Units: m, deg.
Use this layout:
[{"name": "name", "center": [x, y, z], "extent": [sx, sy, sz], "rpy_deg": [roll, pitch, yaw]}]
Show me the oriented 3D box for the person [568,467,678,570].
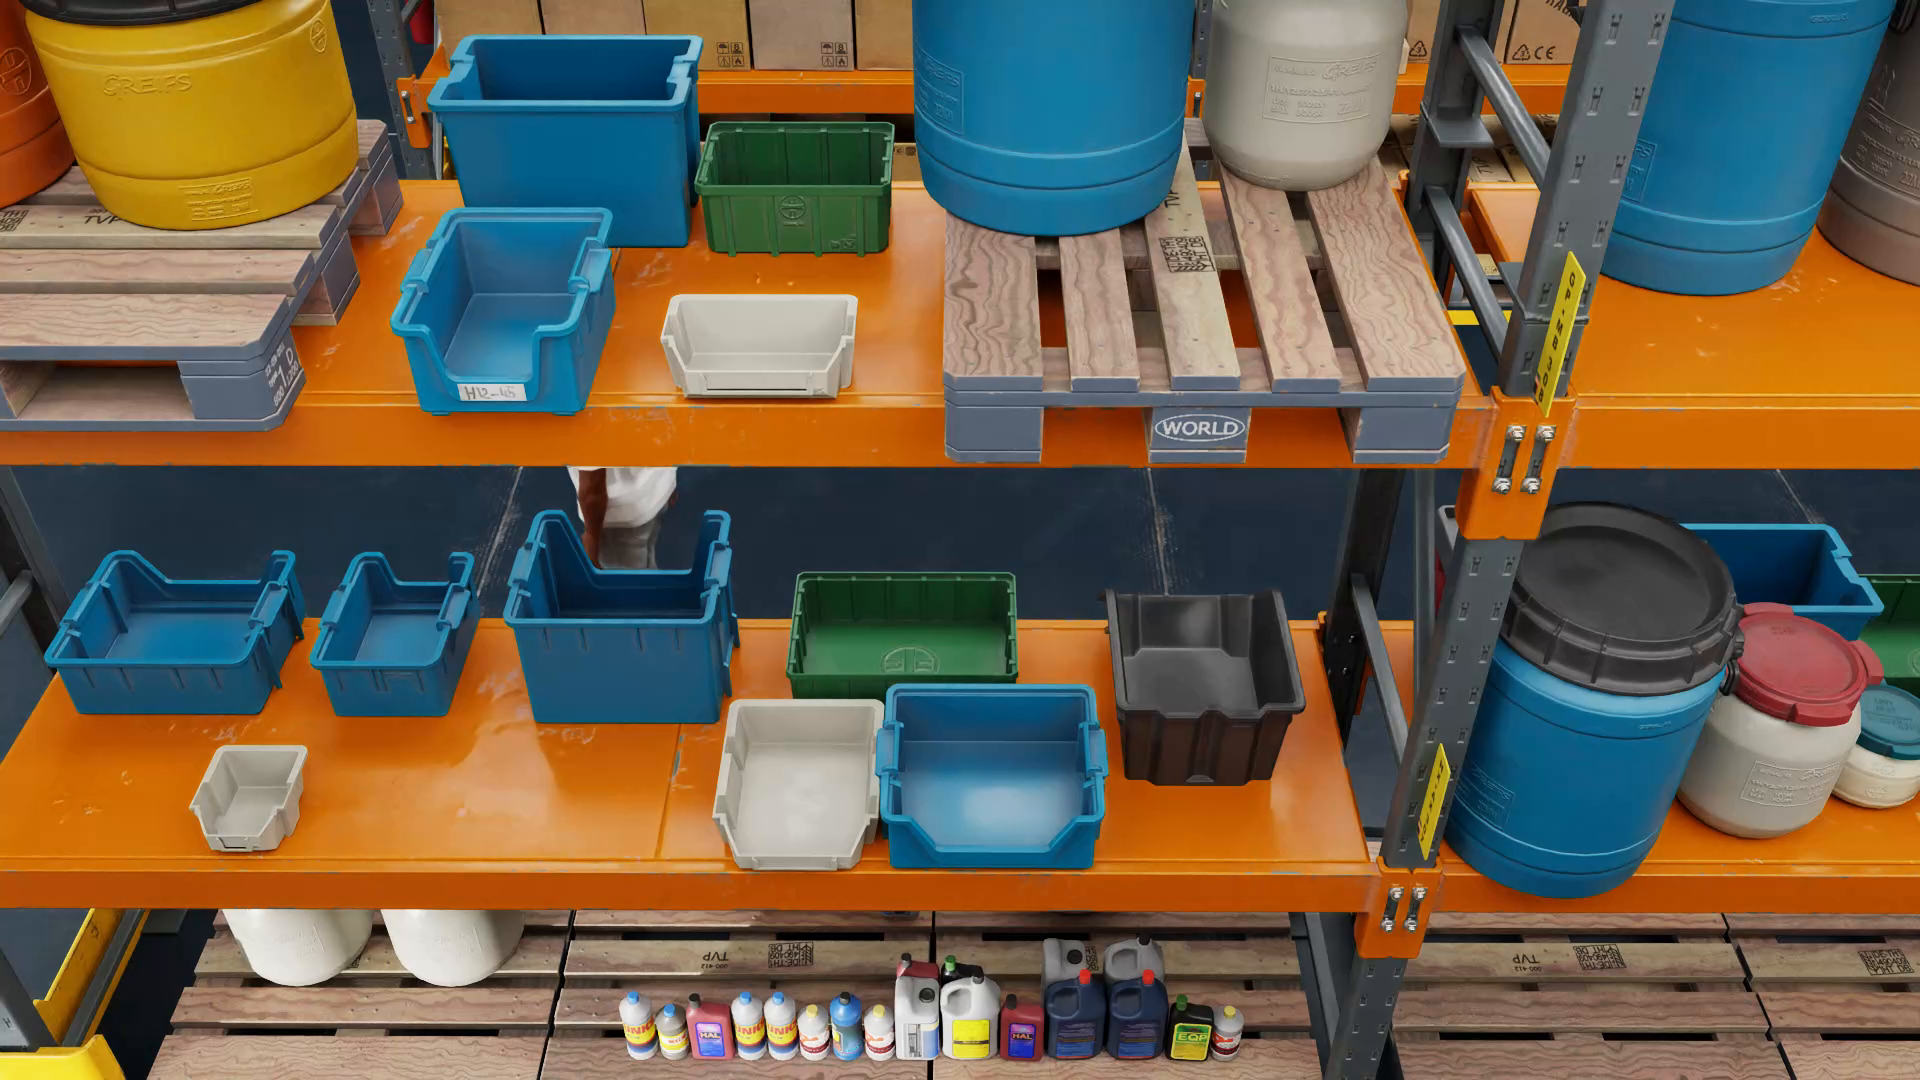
[{"name": "person", "center": [-1.208, -0.141, 6.312], "extent": [0.581, 1.755, 0.600], "rpy_deg": [12, 41, 14]}]
